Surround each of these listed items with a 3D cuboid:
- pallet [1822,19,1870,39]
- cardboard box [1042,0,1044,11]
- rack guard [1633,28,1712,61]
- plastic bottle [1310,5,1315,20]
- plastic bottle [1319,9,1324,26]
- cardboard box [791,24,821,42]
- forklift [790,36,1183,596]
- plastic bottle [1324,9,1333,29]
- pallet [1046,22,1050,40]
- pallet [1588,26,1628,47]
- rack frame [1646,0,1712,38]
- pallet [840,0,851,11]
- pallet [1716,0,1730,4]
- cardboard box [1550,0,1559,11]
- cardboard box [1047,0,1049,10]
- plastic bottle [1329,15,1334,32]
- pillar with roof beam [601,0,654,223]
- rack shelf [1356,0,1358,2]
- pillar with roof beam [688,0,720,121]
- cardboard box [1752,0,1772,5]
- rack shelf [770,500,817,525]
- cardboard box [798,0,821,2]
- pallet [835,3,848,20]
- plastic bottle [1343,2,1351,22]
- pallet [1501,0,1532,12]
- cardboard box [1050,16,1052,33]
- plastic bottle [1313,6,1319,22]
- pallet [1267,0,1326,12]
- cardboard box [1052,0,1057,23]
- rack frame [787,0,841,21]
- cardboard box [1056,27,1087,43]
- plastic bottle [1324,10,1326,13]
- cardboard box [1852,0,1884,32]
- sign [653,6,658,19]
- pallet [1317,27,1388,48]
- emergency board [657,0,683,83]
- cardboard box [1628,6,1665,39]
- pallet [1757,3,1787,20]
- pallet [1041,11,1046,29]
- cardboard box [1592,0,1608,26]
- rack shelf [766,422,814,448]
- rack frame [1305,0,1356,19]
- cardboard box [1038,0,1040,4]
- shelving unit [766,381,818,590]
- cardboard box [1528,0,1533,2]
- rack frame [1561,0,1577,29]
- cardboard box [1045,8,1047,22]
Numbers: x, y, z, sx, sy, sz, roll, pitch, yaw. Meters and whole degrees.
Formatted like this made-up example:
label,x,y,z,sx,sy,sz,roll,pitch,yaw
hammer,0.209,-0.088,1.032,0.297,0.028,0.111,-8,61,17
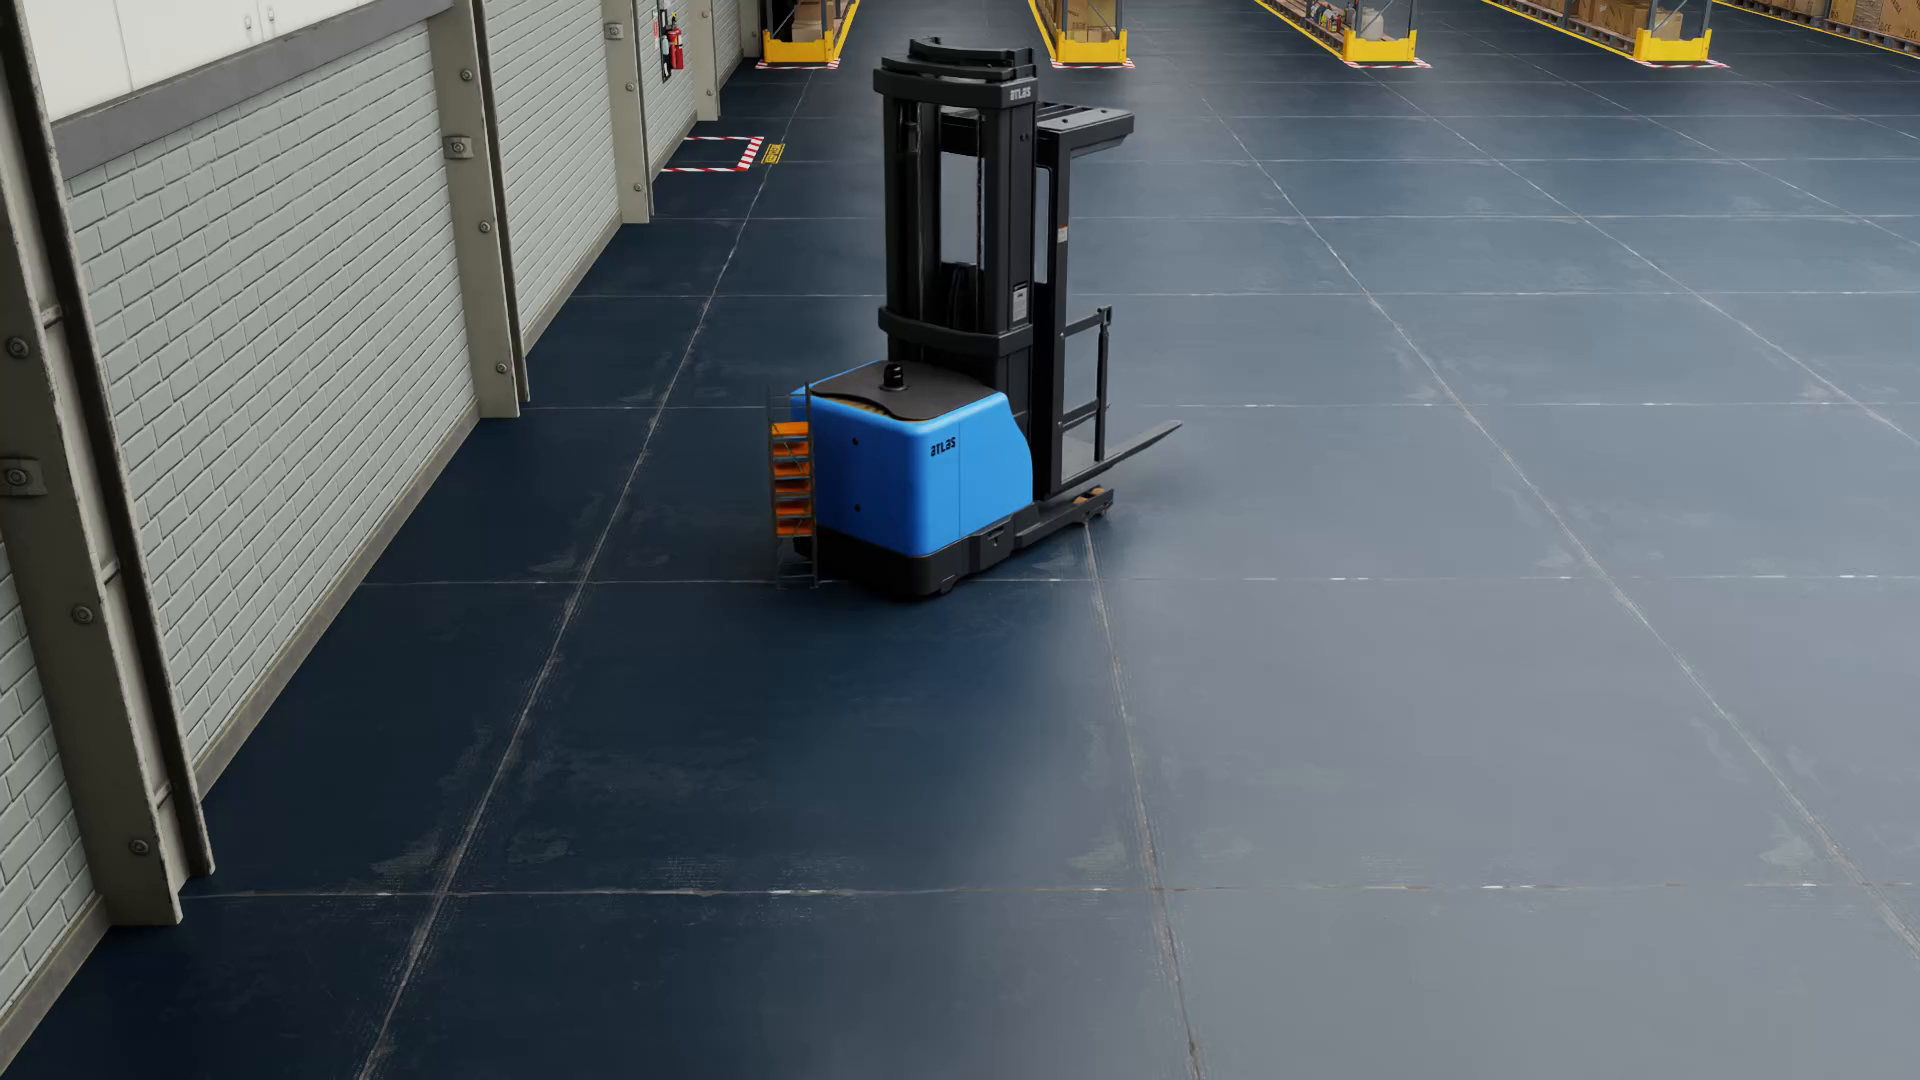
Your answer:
label,x,y,z,sx,sy,sz,roll,pitch,yaw
pallet,16.970,-9.595,31.209,1.003,0.211,1.213,0,24,-1
cardboard box,1.876,-10.472,32.591,0.500,0.250,0.500,-1,24,-1
rack guard,12.122,-8.443,28.310,1.175,0.500,0.348,0,24,-1
plastic bottle,6.692,-10.000,31.498,0.097,0.271,0.097,0,24,0
plastic bottle,6.683,-9.659,30.728,0.061,0.283,0.133,1,24,2
cardboard box,-2.653,-8.744,28.673,0.500,0.311,0.500,-3,25,-7
forklift,0.328,-1.556,10.133,1.130,2.935,3.031,19,30,35
plastic bottle,6.729,-9.506,30.308,0.144,0.351,0.185,1,24,2
pallet,2.141,-9.557,31.125,1.003,0.211,1.213,0,24,-1
pallet,12.138,-9.147,30.219,1.003,0.211,1.213,0,24,-1
rack frame,12.123,-9.550,27.726,1.000,3.000,0.127,0,24,-1
pallet,-2.816,-11.187,34.730,1.003,0.211,1.213,0,24,-1
pallet,16.990,-11.879,36.259,1.003,0.211,1.213,0,24,-1
cardboard box,12.108,-10.710,32.789,0.700,0.500,0.500,0,24,-1
cardboard box,1.879,-10.037,30.720,0.500,0.500,0.500,0,24,-1
plastic bottle,6.693,-9.294,29.921,0.061,0.283,0.133,0,24,1
pillar with roof beam,0.827,-7.576,16.081,9.100,9.000,0.400,0,24,-1
rack shelf,7.149,-10.024,29.647,1.077,0.370,4.000,0,24,-1
pillar with roof beam,0.762,-10.048,21.548,9.100,9.000,0.400,0,24,-1
cardboard box,16.926,-11.382,33.997,1.050,0.750,0.750,0,24,0
rack shelf,-0.953,-0.150,9.525,0.258,0.103,0.180,-3,24,-7
cardboard box,-2.728,-9.766,30.702,0.500,0.500,0.500,-2,24,-5
pallet,-2.806,-10.686,33.621,1.003,0.211,1.213,0,24,-1
plastic bottle,7.278,-9.905,31.191,0.144,0.351,0.185,0,24,-1
pallet,12.043,-11.254,34.877,1.003,0.211,1.213,0,24,-1
cardboard box,1.888,-9.283,29.963,0.500,0.250,0.500,0,24,-1
plastic bottle,6.723,-9.869,31.203,0.152,0.276,0.135,1,24,1
pallet,7.053,-11.235,34.834,1.003,0.211,1.213,0,24,-1
cardboard box,1.888,-9.419,29.353,0.500,0.500,0.500,0,24,-1
rack frame,-2.780,-11.132,31.223,1.000,3.000,0.127,0,24,-1
cardboard box,1.916,-8.665,28.597,0.500,0.250,0.500,0,24,-1
plastic bottle,6.762,-9.661,30.748,0.097,0.271,0.097,0,24,0
cardboard box,16.991,-9.772,30.284,0.875,0.875,0.875,0,24,0
sign,-3.642,-6.309,19.872,0.001,0.109,0.331,0,24,-1
pallet,7.109,-9.125,30.169,1.003,0.211,1.213,0,24,-1
emergency board,-3.554,-6.277,20.489,0.194,1.169,0.643,0,24,-1
cardboard box,12.092,-9.106,29.268,0.500,0.500,0.500,6,25,13
pallet,16.940,-10.730,33.719,1.003,0.211,1.213,0,24,-1
pallet,2.127,-10.188,32.521,1.003,0.211,1.213,0,24,-1
cardboard box,12.058,-9.850,30.912,0.500,0.500,0.500,8,25,16
rack shelf,-0.954,-0.588,9.328,0.258,0.103,0.180,-3,24,-7
rack frame,7.127,-11.176,31.321,1.000,3.000,0.127,0,24,-1
cardboard box,1.860,-11.104,33.988,0.500,0.250,0.500,-1,24,-2
shelving unit,-0.953,-0.300,9.458,0.258,1.200,0.189,-3,24,-7
cardboard box,12.082,-11.404,34.324,0.700,0.500,0.500,-2,24,-5
rack frame,12.080,-11.199,31.370,1.000,3.000,0.127,0,24,-1
cardboard box,1.876,-9.902,31.330,0.500,0.250,0.500,0,24,-1
